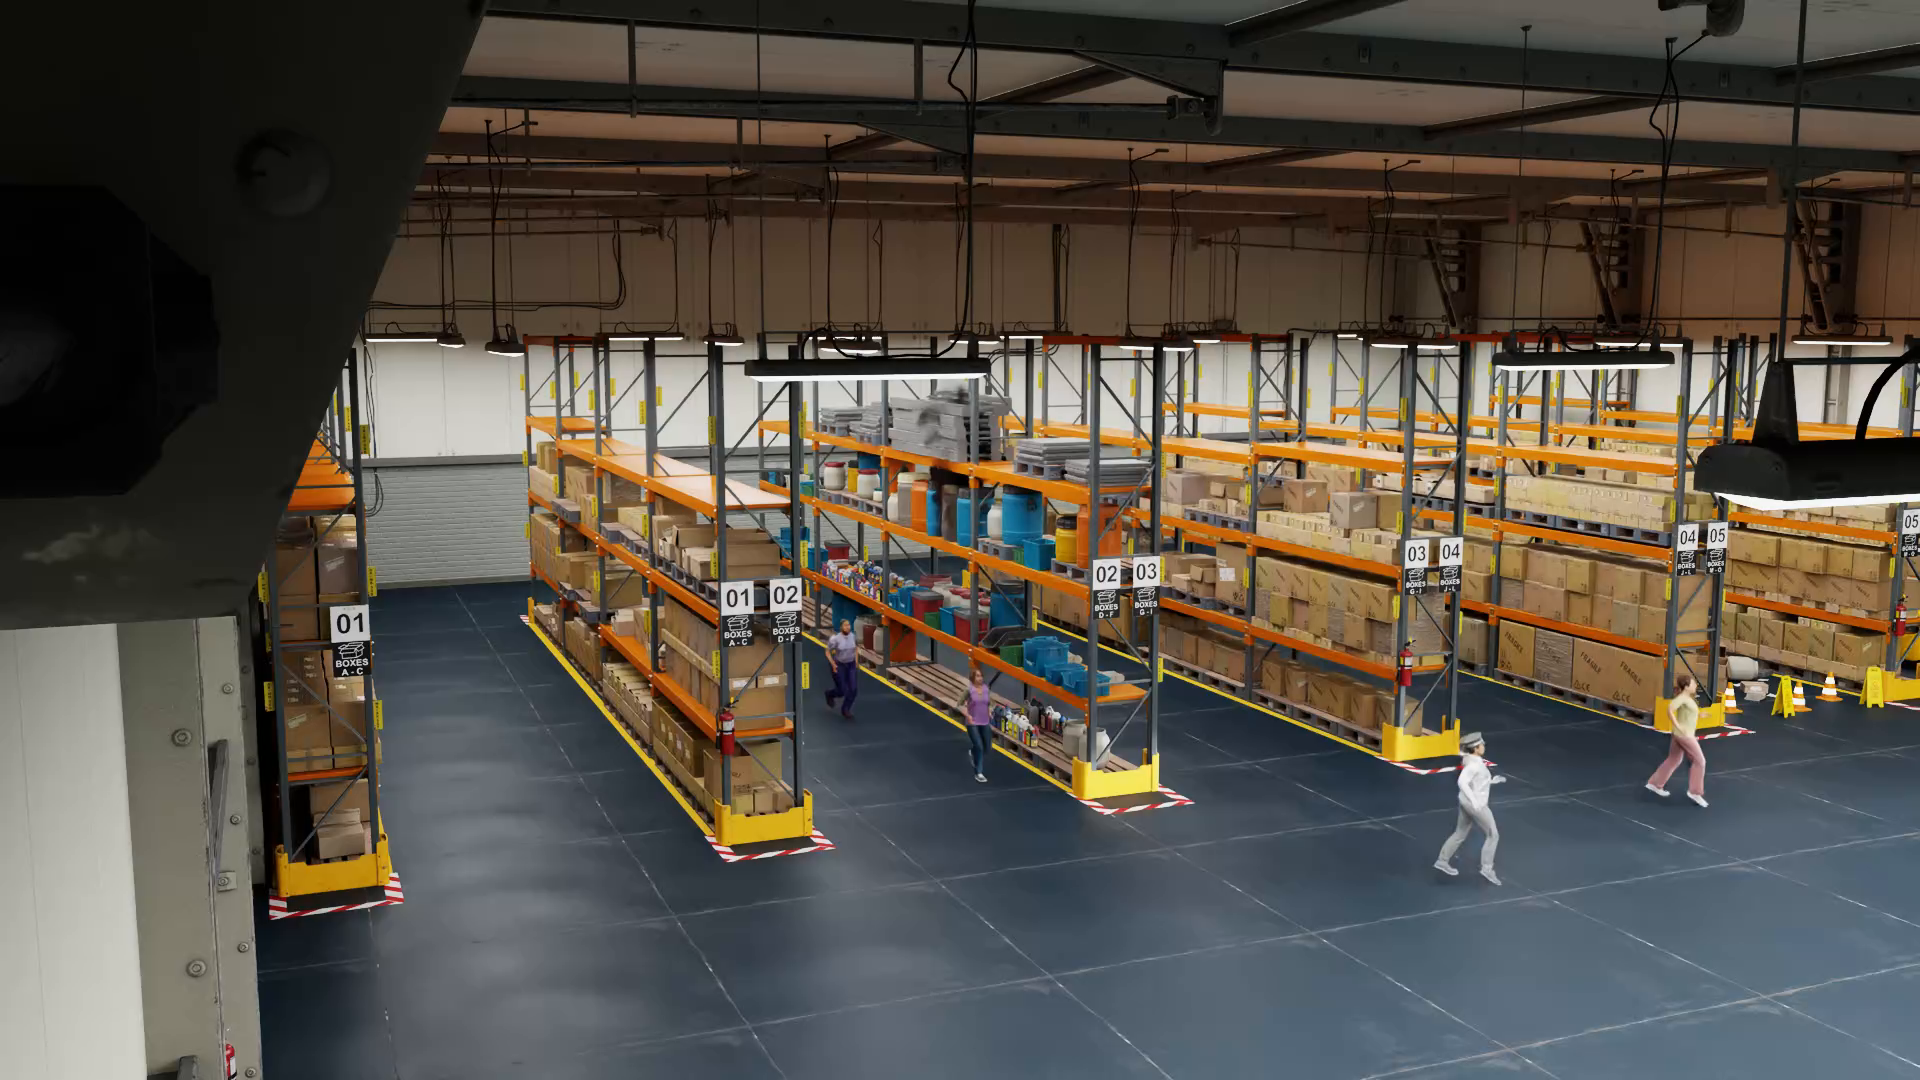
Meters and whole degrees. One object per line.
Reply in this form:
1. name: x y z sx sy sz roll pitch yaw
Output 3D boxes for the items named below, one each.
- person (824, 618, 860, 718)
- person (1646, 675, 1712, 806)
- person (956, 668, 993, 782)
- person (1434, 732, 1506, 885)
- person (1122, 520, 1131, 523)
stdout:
1. person: -1.885 2.027 26.561 0.593 1.600 0.586 -5 9 -33
2. person: 9.445 2.613 21.820 0.773 1.728 0.562 2 8 16
3. person: 0.212 2.524 22.919 0.538 1.549 0.608 -4 8 -25
4. person: 5.751 3.017 18.698 0.761 1.753 0.581 0 8 -3
5. person: 3.820 0.321 39.222 0.691 1.602 0.550 1 8 4
